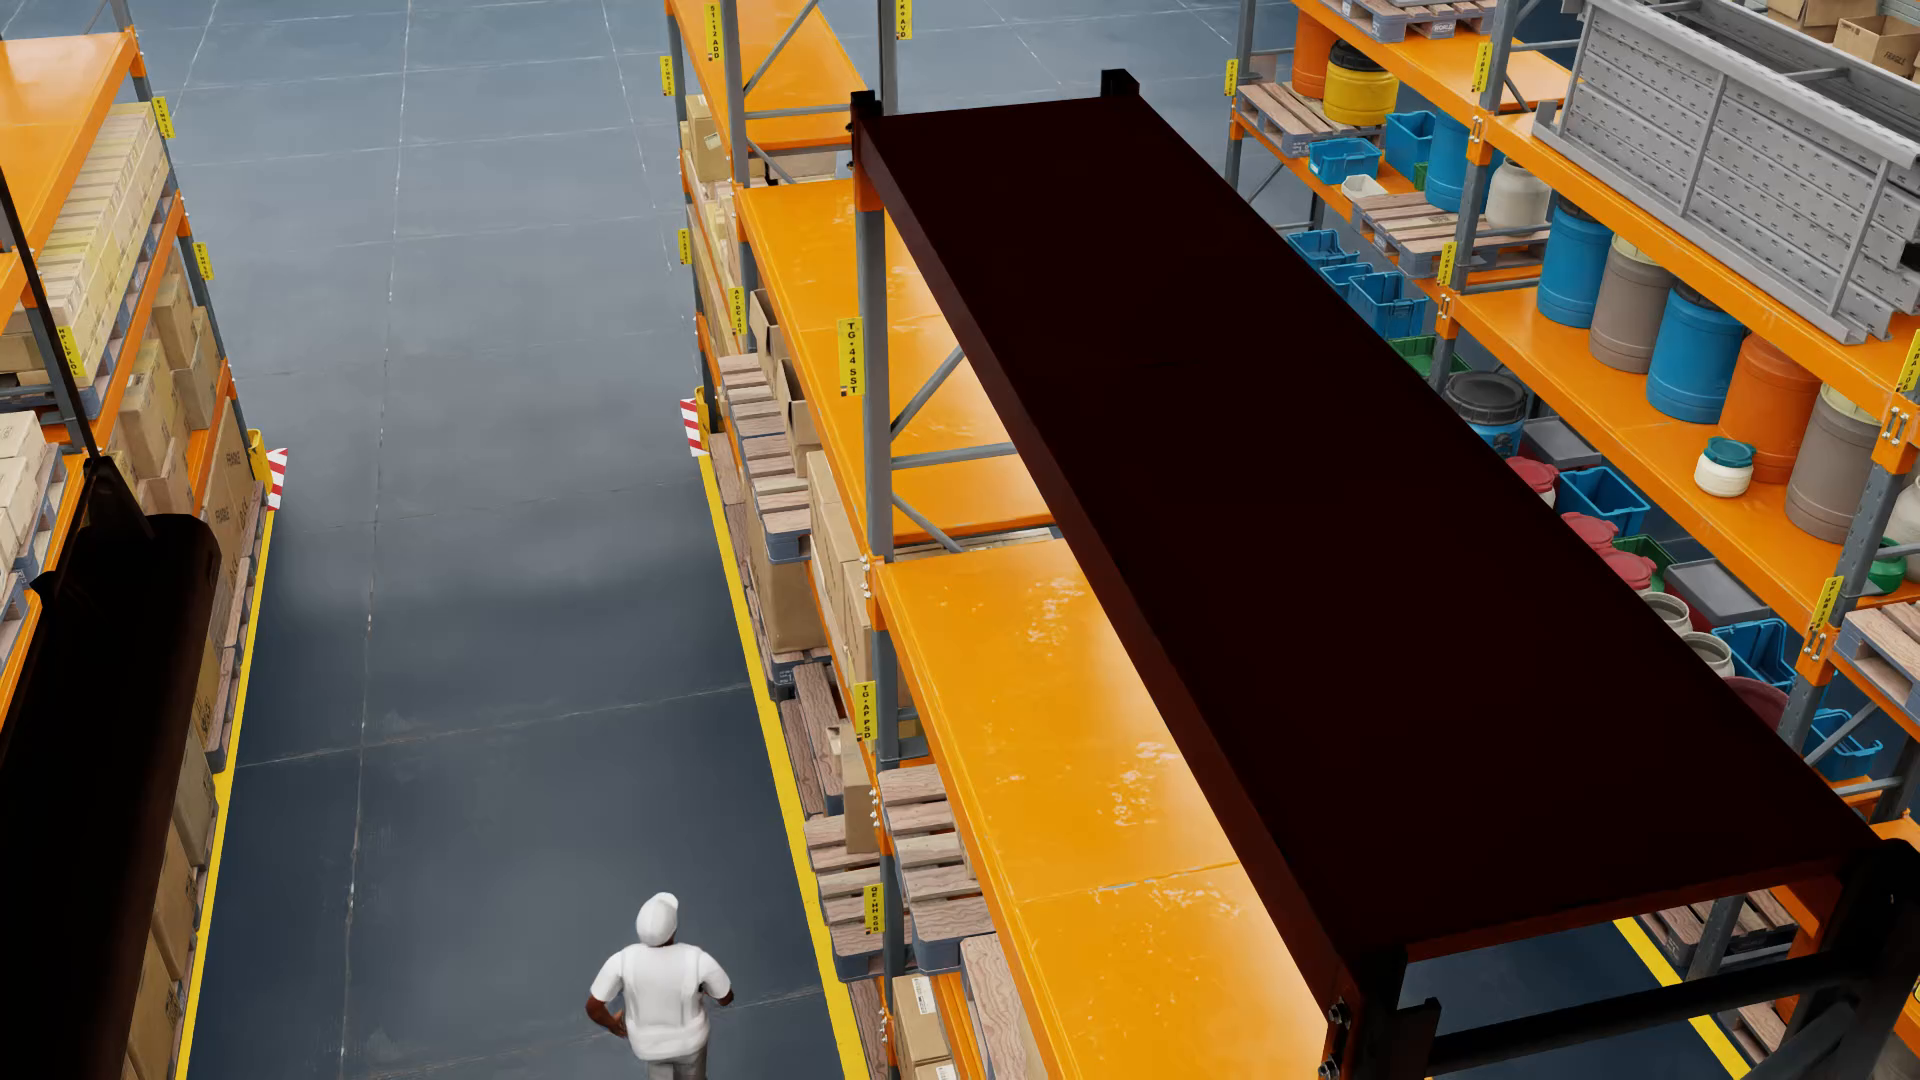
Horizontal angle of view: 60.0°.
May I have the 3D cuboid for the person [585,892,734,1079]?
[{"bbox_3d":[-1.541,2.618,8.792,0.722,1.676,0.683,-3,35,-4],"label":"person"}]
